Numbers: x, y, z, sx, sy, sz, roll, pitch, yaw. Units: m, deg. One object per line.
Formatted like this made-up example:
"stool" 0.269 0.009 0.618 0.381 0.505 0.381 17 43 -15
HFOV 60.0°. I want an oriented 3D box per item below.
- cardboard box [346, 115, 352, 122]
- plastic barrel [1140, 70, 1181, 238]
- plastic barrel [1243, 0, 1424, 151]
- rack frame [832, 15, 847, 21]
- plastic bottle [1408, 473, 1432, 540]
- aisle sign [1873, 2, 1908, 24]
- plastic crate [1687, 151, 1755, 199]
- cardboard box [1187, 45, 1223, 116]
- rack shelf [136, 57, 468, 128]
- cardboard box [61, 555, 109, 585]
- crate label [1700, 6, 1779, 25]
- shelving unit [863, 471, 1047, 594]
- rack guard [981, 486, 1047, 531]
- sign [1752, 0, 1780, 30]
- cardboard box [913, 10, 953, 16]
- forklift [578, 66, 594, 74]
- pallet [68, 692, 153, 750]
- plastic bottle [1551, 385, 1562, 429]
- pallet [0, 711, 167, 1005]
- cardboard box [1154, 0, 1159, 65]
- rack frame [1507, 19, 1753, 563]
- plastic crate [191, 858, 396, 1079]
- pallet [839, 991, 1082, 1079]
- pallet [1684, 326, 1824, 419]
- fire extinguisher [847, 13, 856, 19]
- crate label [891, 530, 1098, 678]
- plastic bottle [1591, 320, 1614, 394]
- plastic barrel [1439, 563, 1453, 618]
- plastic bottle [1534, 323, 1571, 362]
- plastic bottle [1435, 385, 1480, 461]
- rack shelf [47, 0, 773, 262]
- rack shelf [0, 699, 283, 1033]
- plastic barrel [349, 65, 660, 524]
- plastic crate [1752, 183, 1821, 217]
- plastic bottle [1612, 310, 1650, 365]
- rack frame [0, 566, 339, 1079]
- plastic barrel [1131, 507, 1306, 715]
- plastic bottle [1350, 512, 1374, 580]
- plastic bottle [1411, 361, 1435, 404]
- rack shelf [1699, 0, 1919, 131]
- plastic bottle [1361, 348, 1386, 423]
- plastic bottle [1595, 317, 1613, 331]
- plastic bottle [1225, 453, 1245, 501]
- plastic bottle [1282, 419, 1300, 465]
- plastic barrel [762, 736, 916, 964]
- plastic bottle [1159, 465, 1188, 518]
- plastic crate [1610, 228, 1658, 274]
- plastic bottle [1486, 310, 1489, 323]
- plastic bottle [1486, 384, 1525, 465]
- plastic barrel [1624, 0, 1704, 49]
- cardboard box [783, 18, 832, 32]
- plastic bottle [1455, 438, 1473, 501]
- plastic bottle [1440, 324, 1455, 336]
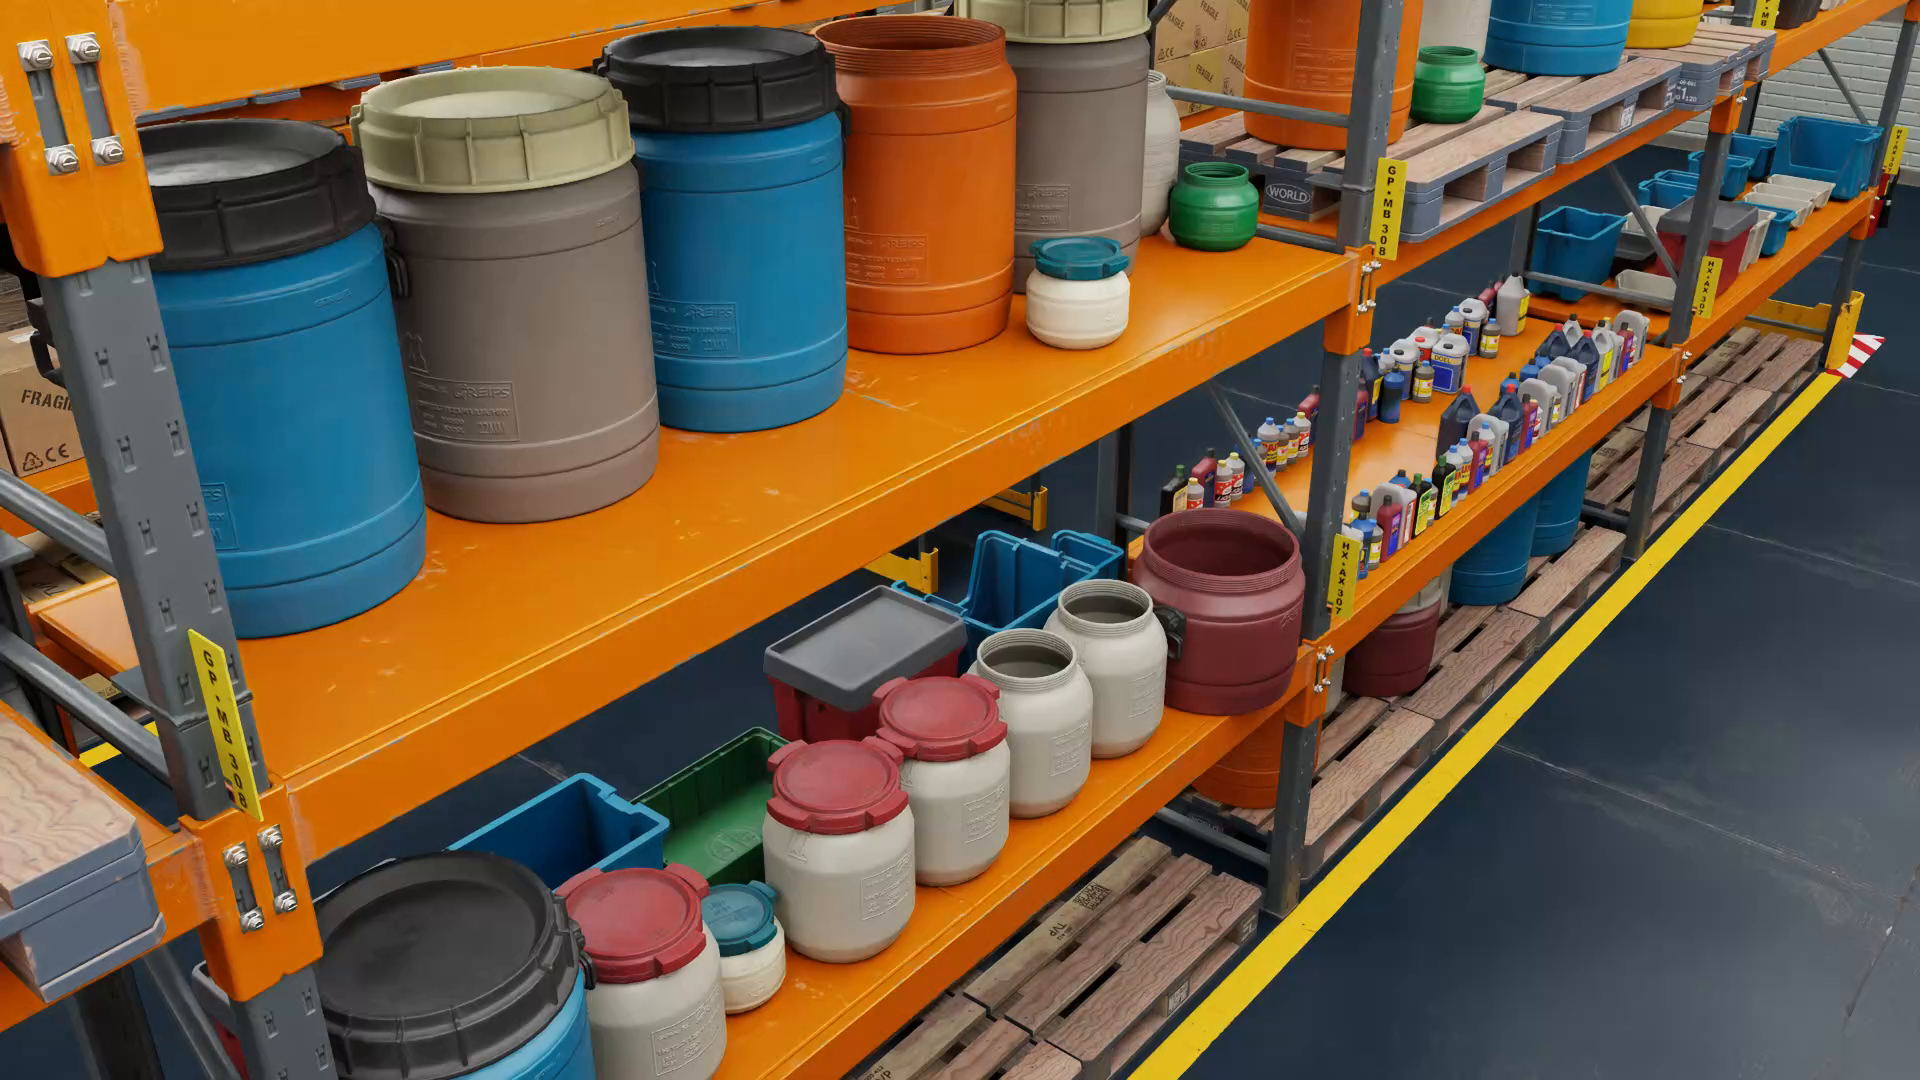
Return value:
"cardboard box" -4.976 -3.520 13.542 0.380 0.149 0.250 20 33 33
"plastic barrel" 0.529 -1.311 5.633 0.421 0.512 0.421 0 27 0
"plastic barrel" 1.327 -1.860 5.891 0.600 0.830 0.708 21 34 34
"rack frame" -1.593 -5.681 17.468 1.000 3.000 0.127 21 34 34
"plastic bottle" 1.903 -0.155 6.912 0.061 0.283 0.133 21 34 34
"aisle sign" 6.324 -3.881 11.157 0.394 0.787 0.004 21 34 34
"plastic crate" 5.222 -2.514 11.461 0.416 0.233 0.300 21 34 34
"cardboard box" 1.830 -3.856 13.831 0.500 0.500 0.500 21 34 35
"rack shelf" -4.129 -1.702 7.294 1.077 0.370 4.000 21 34 34
"cardboard box" -3.969 0.186 8.051 0.500 0.311 0.500 22 34 36
"crate label" 4.042 -2.672 8.673 0.293 0.136 0.466 21 34 34
"shelving unit" -0.048 -0.639 9.353 0.587 1.500 1.083 21 34 34
"rack guard" 0.268 -0.261 9.982 0.587 0.250 0.087 21 34 34
"sign" 3.931 -2.543 8.126 0.100 0.325 0.005 21 34 34
"cardboard box" -0.190 -3.560 12.170 0.500 0.500 0.500 21 34 35
"forklift" -2.745 -3.238 12.818 1.130 2.935 3.031 22 35 36
"pallet" -4.186 0.551 8.455 1.003 0.211 1.213 21 34 34
"plastic bottle" 2.815 -0.640 7.939 0.097 0.201 0.097 0 27 0
"pallet" -1.965 0.505 2.451 1.213 0.211 1.003 21 34 34
"cardboard box" 1.188 -3.939 12.902 0.500 0.500 0.500 22 35 36
"rack frame" 3.508 -1.368 9.129 1.000 3.000 0.127 21 34 34
"plastic crate" -1.509 1.179 4.137 0.402 0.464 0.583 21 34 34
"pallet" -0.336 1.983 5.687 1.003 0.211 1.213 21 34 34
"pallet" 5.497 -1.266 11.968 1.003 0.211 1.213 21 34 34
"fire extinguisher" -1.141 -5.400 17.414 0.296 0.674 0.183 21 34 34
"crate label" 0.123 0.308 5.852 0.502 0.435 0.616 21 34 34
"plastic bottle" 3.175 -0.924 8.326 0.144 0.351 0.185 21 34 34
"plastic barrel" 2.270 0.164 8.419 0.421 0.512 0.421 0 27 0
"plastic bottle" 2.947 -0.901 8.281 0.144 0.351 0.185 21 34 34
"plastic bottle" 2.272 -0.531 7.565 0.144 0.351 0.185 21 34 34
"rack shelf" -0.309 -1.408 3.896 1.077 0.370 4.000 21 34 34
"rack shelf" -2.853 1.165 1.752 1.077 0.370 4.000 21 34 34
"plastic barrel" -1.009 -0.562 3.762 0.600 0.901 0.600 0 27 0
"plastic crate" 5.477 -2.255 11.066 0.396 0.136 0.243 21 34 34
"plastic bottle" 3.506 -1.078 8.705 0.152 0.276 0.135 21 34 34
"rack frame" -1.581 1.469 3.647 1.000 3.000 0.127 21 34 34
"plastic barrel" 0.902 0.243 5.868 0.600 0.536 0.708 21 34 34
"plastic bottle" 1.583 0.016 6.595 0.097 0.271 0.097 0 27 0
"plastic bottle" 2.291 -0.786 8.222 0.097 0.201 0.097 0 27 0
"rack shelf" 4.780 -3.090 9.976 1.077 0.370 4.000 21 34 34
"plastic bottle" 1.954 -0.758 8.005 0.144 0.351 0.185 21 34 34
"plastic bottle" 3.398 -1.075 8.780 0.097 0.201 0.097 0 27 0
"plastic bottle" 1.188 -0.281 7.245 0.097 0.201 0.097 0 27 0
"plastic bottle" 1.497 -0.454 7.579 0.097 0.201 0.097 0 27 0
"plastic barrel" -0.337 0.873 4.650 0.433 0.535 0.433 0 27 0
"plastic bottle" 0.891 -0.166 6.933 0.061 0.283 0.133 21 34 34
"plastic crate" 4.012 -1.748 10.098 0.437 0.125 0.590 21 34 34
"plastic bottle" 2.801 -1.181 8.984 0.097 0.201 0.097 0 27 0
"plastic bottle" 2.475 -0.534 7.571 0.144 0.351 0.185 21 34 34
"plastic barrel" 3.084 -2.587 7.560 0.600 0.588 0.600 0 27 0
"cardboard box" -1.909 -5.631 17.044 0.980 0.700 0.700 23 35 37
"plastic bottle" 2.171 -0.312 7.229 0.097 0.271 0.097 0 27 0
"plastic bottle" 2.530 -1.029 8.692 0.097 0.201 0.097 0 27 0
